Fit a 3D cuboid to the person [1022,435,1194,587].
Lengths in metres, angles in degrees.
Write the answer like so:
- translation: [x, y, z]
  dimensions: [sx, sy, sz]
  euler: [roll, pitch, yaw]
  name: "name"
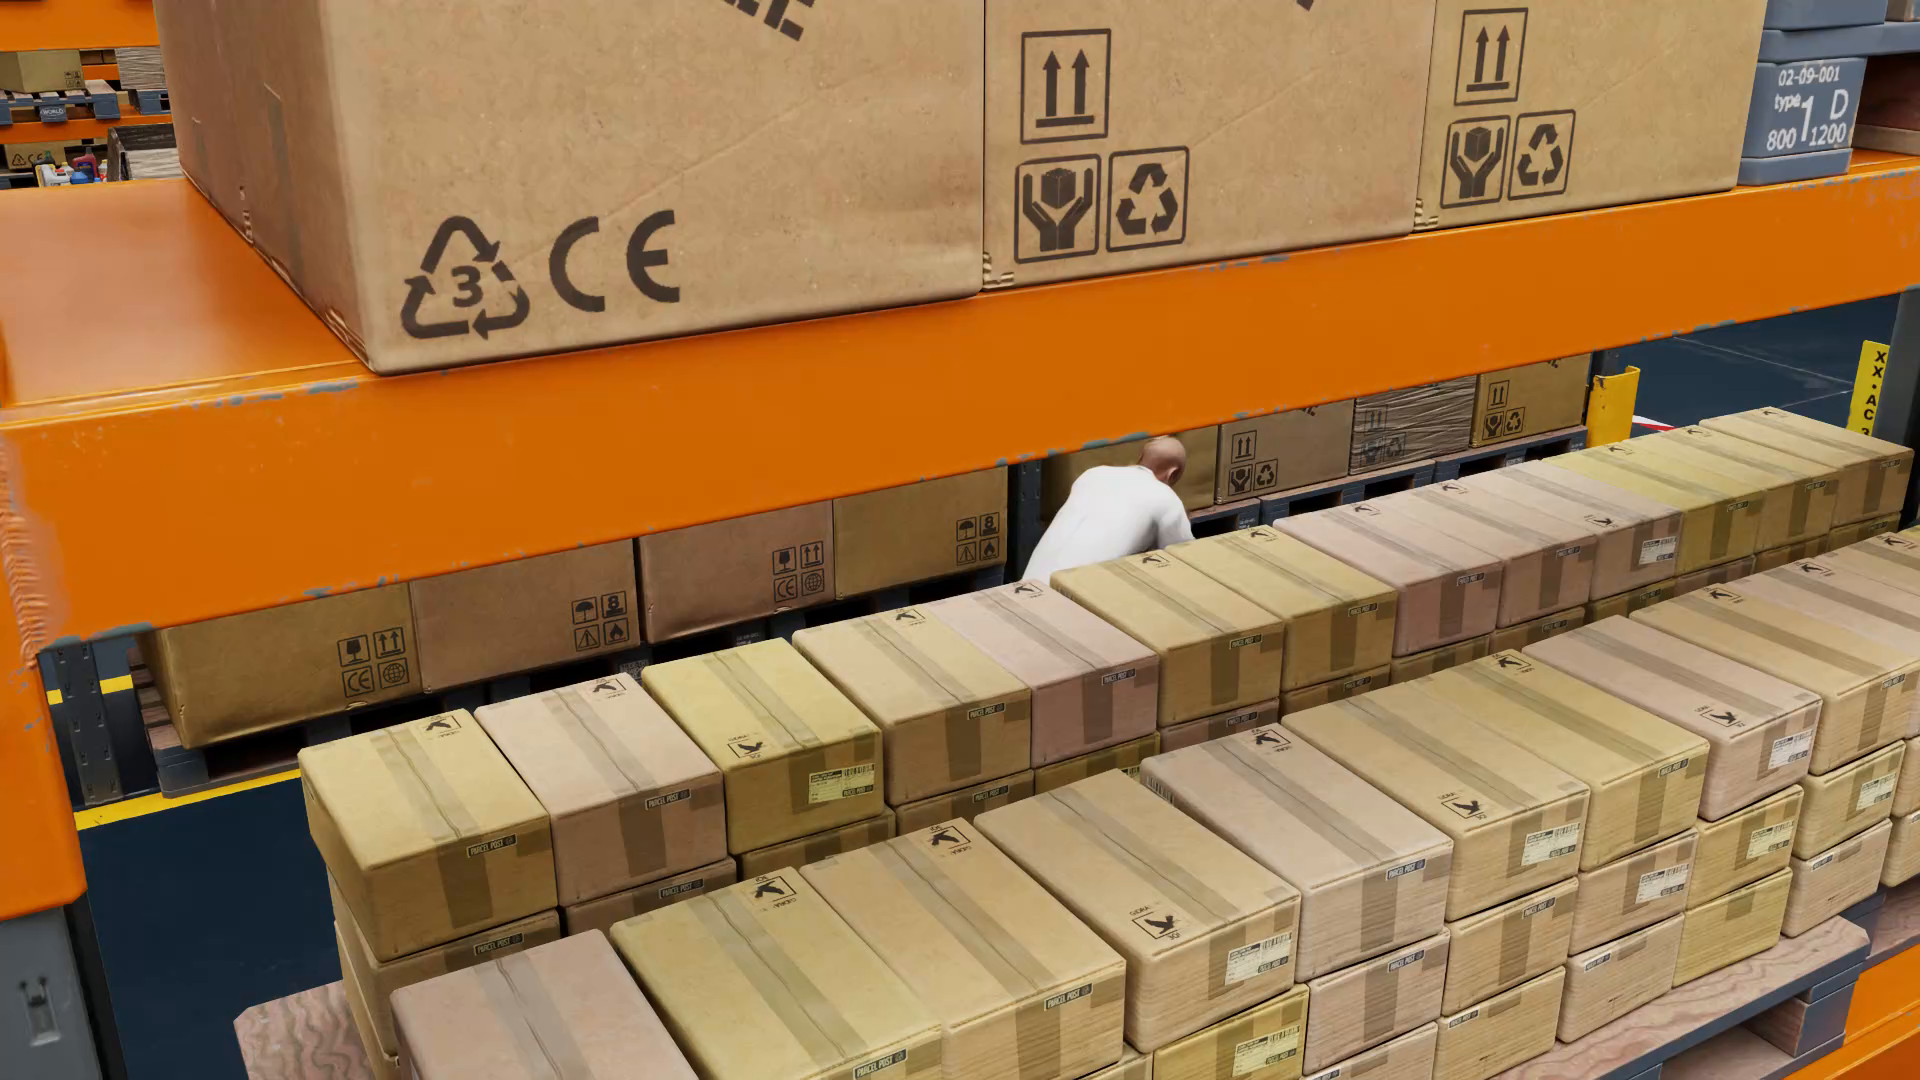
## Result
- translation: [0.629, 0.151, 6.749]
  dimensions: [0.895, 1.029, 0.609]
  euler: [-15, 26, -34]
  name: "person"
